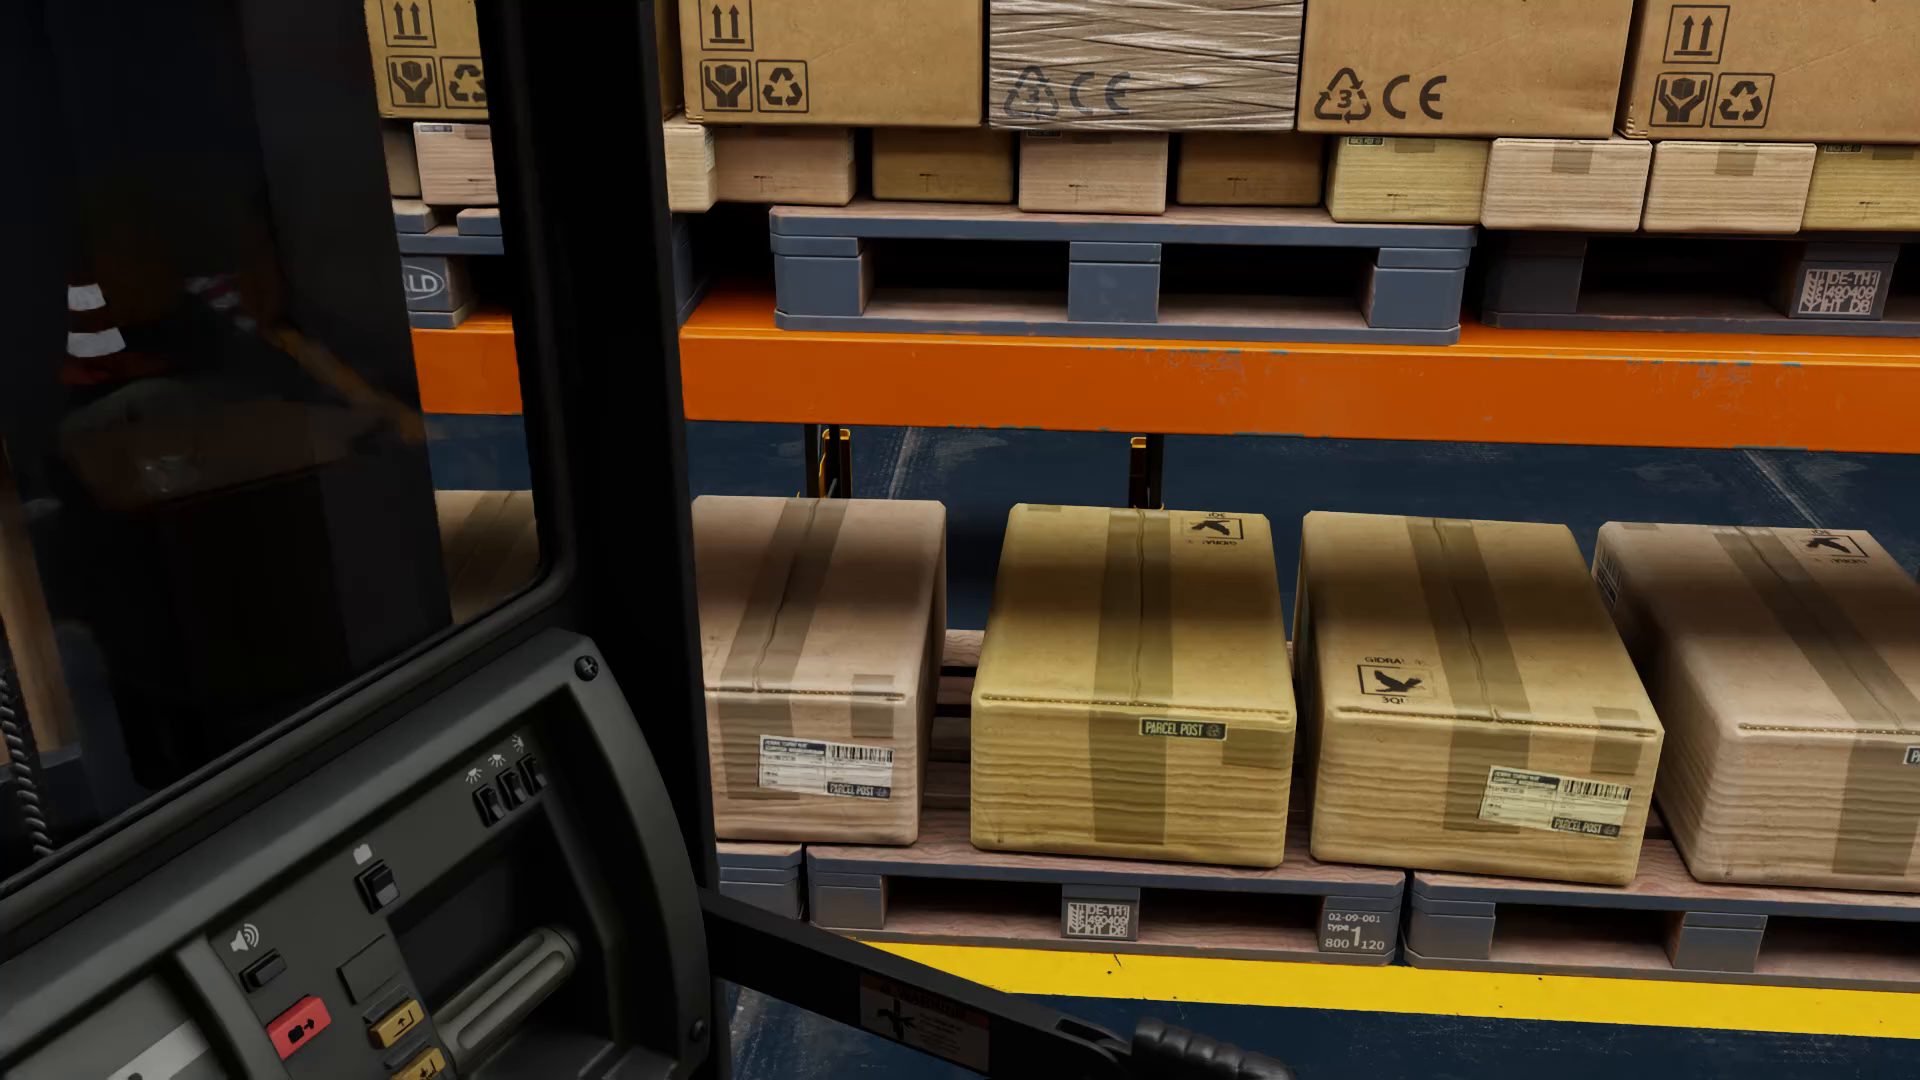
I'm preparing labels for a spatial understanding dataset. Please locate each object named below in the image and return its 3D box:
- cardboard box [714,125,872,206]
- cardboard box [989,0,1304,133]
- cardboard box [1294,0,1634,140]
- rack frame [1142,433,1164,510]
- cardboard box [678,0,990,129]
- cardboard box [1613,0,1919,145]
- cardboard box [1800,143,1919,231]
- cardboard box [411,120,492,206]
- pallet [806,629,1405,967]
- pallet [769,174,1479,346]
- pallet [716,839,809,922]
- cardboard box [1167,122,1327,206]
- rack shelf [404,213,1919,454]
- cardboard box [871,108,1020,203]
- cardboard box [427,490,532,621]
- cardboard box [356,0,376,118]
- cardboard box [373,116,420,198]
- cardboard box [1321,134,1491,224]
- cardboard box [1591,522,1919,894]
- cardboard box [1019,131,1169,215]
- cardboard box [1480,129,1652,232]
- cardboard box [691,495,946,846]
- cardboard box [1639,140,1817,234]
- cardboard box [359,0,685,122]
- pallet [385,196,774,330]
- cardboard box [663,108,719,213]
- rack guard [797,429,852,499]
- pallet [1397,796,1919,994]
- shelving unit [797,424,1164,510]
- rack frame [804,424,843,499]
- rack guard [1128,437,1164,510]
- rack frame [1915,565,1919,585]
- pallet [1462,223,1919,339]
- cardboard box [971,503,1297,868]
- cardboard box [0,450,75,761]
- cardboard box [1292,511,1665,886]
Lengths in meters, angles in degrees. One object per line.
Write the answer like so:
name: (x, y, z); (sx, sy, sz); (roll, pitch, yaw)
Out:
cardboard box: (-0.294, -0.734, 3.054); (0.250, 0.149, 0.380); (3, 25, 7)
cardboard box: (0.307, -1.002, 2.861); (0.500, 0.500, 0.500); (1, 25, 2)
cardboard box: (0.830, -0.986, 2.825); (0.500, 0.500, 0.500); (3, 25, 6)
rack frame: (0.592, -0.662, 4.895); (0.032, 1.500, 0.500); (2, 25, 4)
cardboard box: (-0.191, -1.021, 2.903); (0.500, 0.500, 0.500); (2, 25, 5)
cardboard box: (1.344, -0.966, 2.784); (0.500, 0.500, 0.500); (2, 25, 4)
cardboard box: (1.521, -0.655, 2.882); (0.250, 0.149, 0.380); (1, 25, 2)
cardboard box: (-0.813, -0.726, 3.038); (0.250, 0.149, 0.380); (0, 25, 1)
pallet: (0.320, 0.544, 3.816); (1.213, 0.211, 1.003); (2, 25, 4)
pallet: (0.305, -0.655, 3.315); (1.213, 0.211, 1.003); (2, 25, 4)
pallet: (-0.893, 0.504, 3.903); (1.213, 0.211, 1.003); (2, 25, 4)
cardboard box: (0.511, -0.729, 3.043); (0.250, 0.149, 0.380); (1, 25, 2)
rack shelf: (0.322, -0.398, 3.387); (4.000, 0.370, 1.077); (2, 25, 4)
cardboard box: (-0.010, -0.741, 3.070); (0.250, 0.149, 0.380); (3, 25, 6)
cardboard box: (-1.109, 0.237, 3.789); (0.625, 0.372, 0.950); (0, 25, 0)
cardboard box: (-1.241, -1.049, 2.964); (0.500, 0.500, 0.500); (1, 25, 3)
cardboard box: (-1.083, -0.754, 3.099); (0.250, 0.149, 0.380); (0, 25, 1)
cardboard box: (0.766, -0.677, 2.932); (0.250, 0.149, 0.380); (2, 25, 4)
cardboard box: (1.793, 0.327, 3.593); (0.625, 0.372, 0.950); (2, 25, 5)
cardboard box: (0.246, -0.706, 2.993); (0.250, 0.149, 0.380); (3, 25, 6)
cardboard box: (1.007, -0.654, 2.882); (0.250, 0.149, 0.380); (2, 25, 4)
cardboard box: (-0.373, 0.257, 3.745); (0.625, 0.372, 0.950); (1, 25, 3)
cardboard box: (1.261, -0.648, 2.868); (0.250, 0.149, 0.380); (1, 25, 3)
cardboard box: (-0.721, -1.035, 2.934); (0.500, 0.500, 0.500); (3, 25, 7)
pallet: (-0.953, -0.723, 3.463); (1.003, 0.211, 1.213); (2, 25, 4)
cardboard box: (-0.541, -0.709, 3.001); (0.250, 0.149, 0.380); (2, 25, 4)
rack guard: (-0.421, -0.127, 5.227); (0.087, 0.250, 0.587); (2, 25, 4)
pallet: (1.540, 0.582, 3.733); (1.213, 0.211, 1.003); (2, 25, 4)
shelving unit: (0.076, -0.679, 4.931); (1.083, 1.500, 0.587); (2, 25, 4)
rack frame: (-0.422, -0.695, 4.966); (0.032, 1.500, 0.500); (2, 25, 4)
rack guard: (0.573, -0.095, 5.158); (0.087, 0.250, 0.587); (2, 25, 4)
rack frame: (2.316, -0.661, 3.097); (0.127, 3.000, 1.000); (2, 25, 4)
pallet: (1.566, -0.659, 3.322); (1.213, 0.211, 1.003); (2, 25, 4)
cardboard box: (0.383, 0.283, 3.687); (0.625, 0.372, 0.950); (3, 25, 6)
cardboard box: (-2.354, -0.071, 3.855); (0.875, 0.875, 0.875); (2, 25, 4)
cardboard box: (1.076, 0.305, 3.640); (0.625, 0.372, 0.950); (3, 25, 7)
